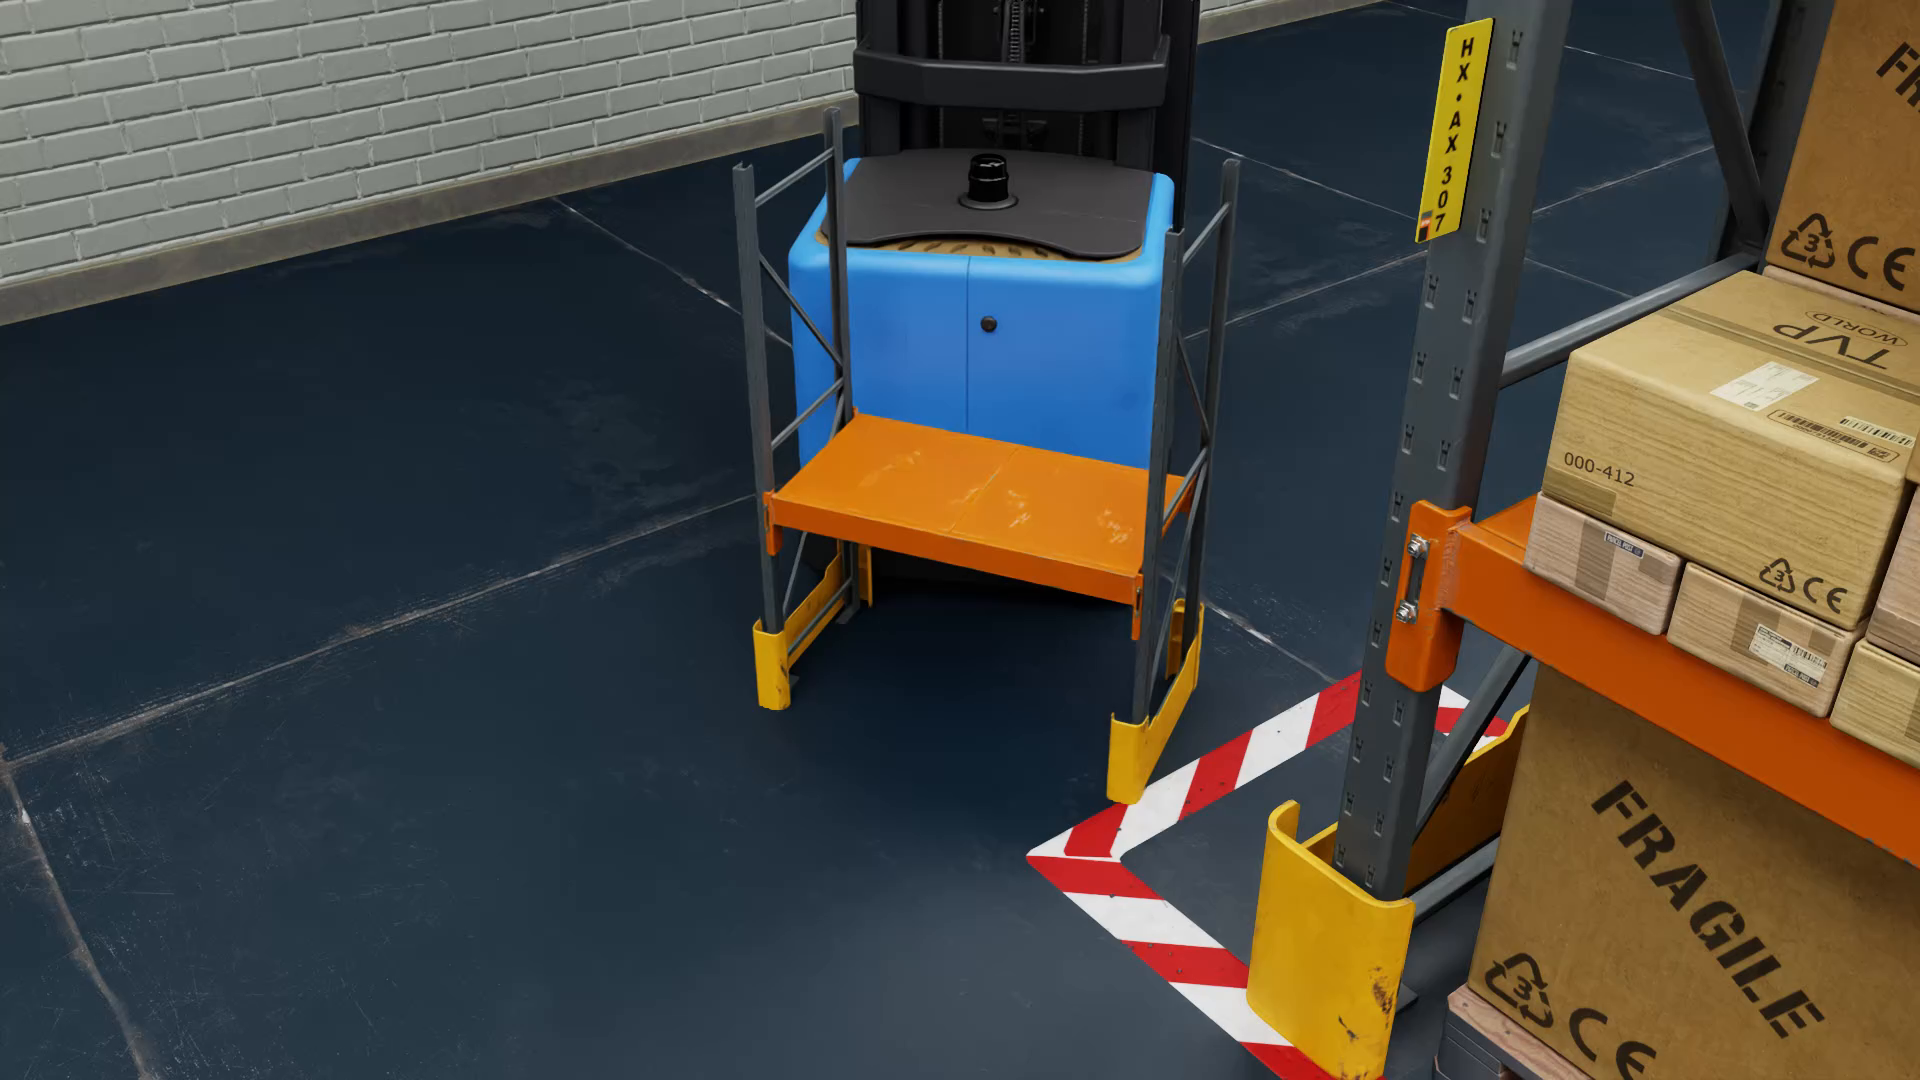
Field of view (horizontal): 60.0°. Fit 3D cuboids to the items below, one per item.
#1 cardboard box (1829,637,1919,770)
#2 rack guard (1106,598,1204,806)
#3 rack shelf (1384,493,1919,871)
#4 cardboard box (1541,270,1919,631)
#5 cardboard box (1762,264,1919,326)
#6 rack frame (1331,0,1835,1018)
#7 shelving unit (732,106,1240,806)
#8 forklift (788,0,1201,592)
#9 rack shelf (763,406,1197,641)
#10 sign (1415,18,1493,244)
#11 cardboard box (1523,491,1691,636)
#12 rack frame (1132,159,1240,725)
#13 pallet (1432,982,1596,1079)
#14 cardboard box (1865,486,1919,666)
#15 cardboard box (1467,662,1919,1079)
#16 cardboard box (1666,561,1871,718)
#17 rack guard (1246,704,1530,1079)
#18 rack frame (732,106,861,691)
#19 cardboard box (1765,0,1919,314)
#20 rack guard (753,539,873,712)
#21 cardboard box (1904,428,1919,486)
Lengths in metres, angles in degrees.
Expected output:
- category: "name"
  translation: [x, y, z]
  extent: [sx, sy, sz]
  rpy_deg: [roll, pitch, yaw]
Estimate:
- category: "cardboard box"
  translation: [1.454, 0.189, 2.340]
  extent: [0.380, 0.149, 0.250]
  rpy_deg: [-23, 39, -32]
- category: "rack guard"
  translation: [0.514, 0.413, 4.348]
  extent: [0.087, 0.250, 0.587]
  rpy_deg: [12, 34, 19]
- category: "rack shelf"
  translation: [2.408, 0.754, 1.875]
  extent: [1.077, 0.370, 4.000]
  rpy_deg: [-22, 38, -31]
- category: "cardboard box"
  translation: [1.262, -0.160, 2.525]
  extent: [0.500, 0.250, 0.500]
  rpy_deg: [-23, 39, -33]
- category: "cardboard box"
  translation: [1.688, -0.332, 2.801]
  extent: [0.500, 0.250, 0.500]
  rpy_deg: [-23, 39, -32]
- category: "rack frame"
  translation: [1.181, -0.385, 3.027]
  extent: [1.000, 3.000, 0.127]
  rpy_deg: [-22, 38, -31]
- category: "shelving unit"
  translation: [0.055, -0.219, 4.181]
  extent: [1.083, 1.500, 0.587]
  rpy_deg: [12, 34, 19]
- category: "forklift"
  translation: [0.250, -1.846, 5.444]
  extent: [1.130, 2.935, 3.031]
  rpy_deg: [5, 32, 7]
- category: "rack shelf"
  translation: [0.063, -0.064, 4.273]
  extent: [1.000, 0.185, 0.538]
  rpy_deg: [12, 34, 19]
- category: "sign"
  translation: [0.739, -0.609, 2.493]
  extent: [0.100, 0.325, 0.005]
  rpy_deg: [-22, 38, -31]
- category: "cardboard box"
  translation: [1.138, -0.024, 2.683]
  extent: [0.380, 0.149, 0.250]
  rpy_deg: [-22, 38, -31]
- category: "rack frame"
  translation: [0.532, -0.114, 4.011]
  extent: [0.032, 1.500, 0.500]
  rpy_deg: [12, 34, 19]
- category: "pallet"
  translation: [1.733, 1.107, 3.267]
  extent: [1.003, 0.211, 1.213]
  rpy_deg: [-22, 38, -31]
- category: "cardboard box"
  translation: [1.586, 0.054, 2.180]
  extent: [0.500, 0.250, 0.500]
  rpy_deg: [-23, 38, -32]
- category: "cardboard box"
  translation: [1.637, 0.580, 3.089]
  extent: [0.875, 0.875, 0.875]
  rpy_deg: [-22, 38, -31]
- category: "cardboard box"
  translation: [1.297, 0.083, 2.512]
  extent: [0.380, 0.149, 0.250]
  rpy_deg: [-23, 38, -32]
- category: "rack guard"
  translation: [1.167, 0.667, 3.703]
  extent: [1.175, 0.500, 0.348]
  rpy_deg: [-22, 38, -31]
- category: "rack frame"
  translation: [-0.405, -0.321, 4.345]
  extent: [0.032, 1.500, 0.500]
  rpy_deg: [12, 34, 19]
- category: "cardboard box"
  translation: [1.688, -0.648, 2.600]
  extent: [0.500, 0.500, 0.500]
  rpy_deg: [-22, 38, -31]
- category: "rack guard"
  translation: [-0.404, 0.210, 4.674]
  extent: [0.087, 0.250, 0.587]
  rpy_deg: [12, 34, 19]
- category: "cardboard box"
  translation: [1.569, -0.271, 1.992]
  extent: [0.500, 0.500, 0.500]
  rpy_deg: [-23, 39, -32]
